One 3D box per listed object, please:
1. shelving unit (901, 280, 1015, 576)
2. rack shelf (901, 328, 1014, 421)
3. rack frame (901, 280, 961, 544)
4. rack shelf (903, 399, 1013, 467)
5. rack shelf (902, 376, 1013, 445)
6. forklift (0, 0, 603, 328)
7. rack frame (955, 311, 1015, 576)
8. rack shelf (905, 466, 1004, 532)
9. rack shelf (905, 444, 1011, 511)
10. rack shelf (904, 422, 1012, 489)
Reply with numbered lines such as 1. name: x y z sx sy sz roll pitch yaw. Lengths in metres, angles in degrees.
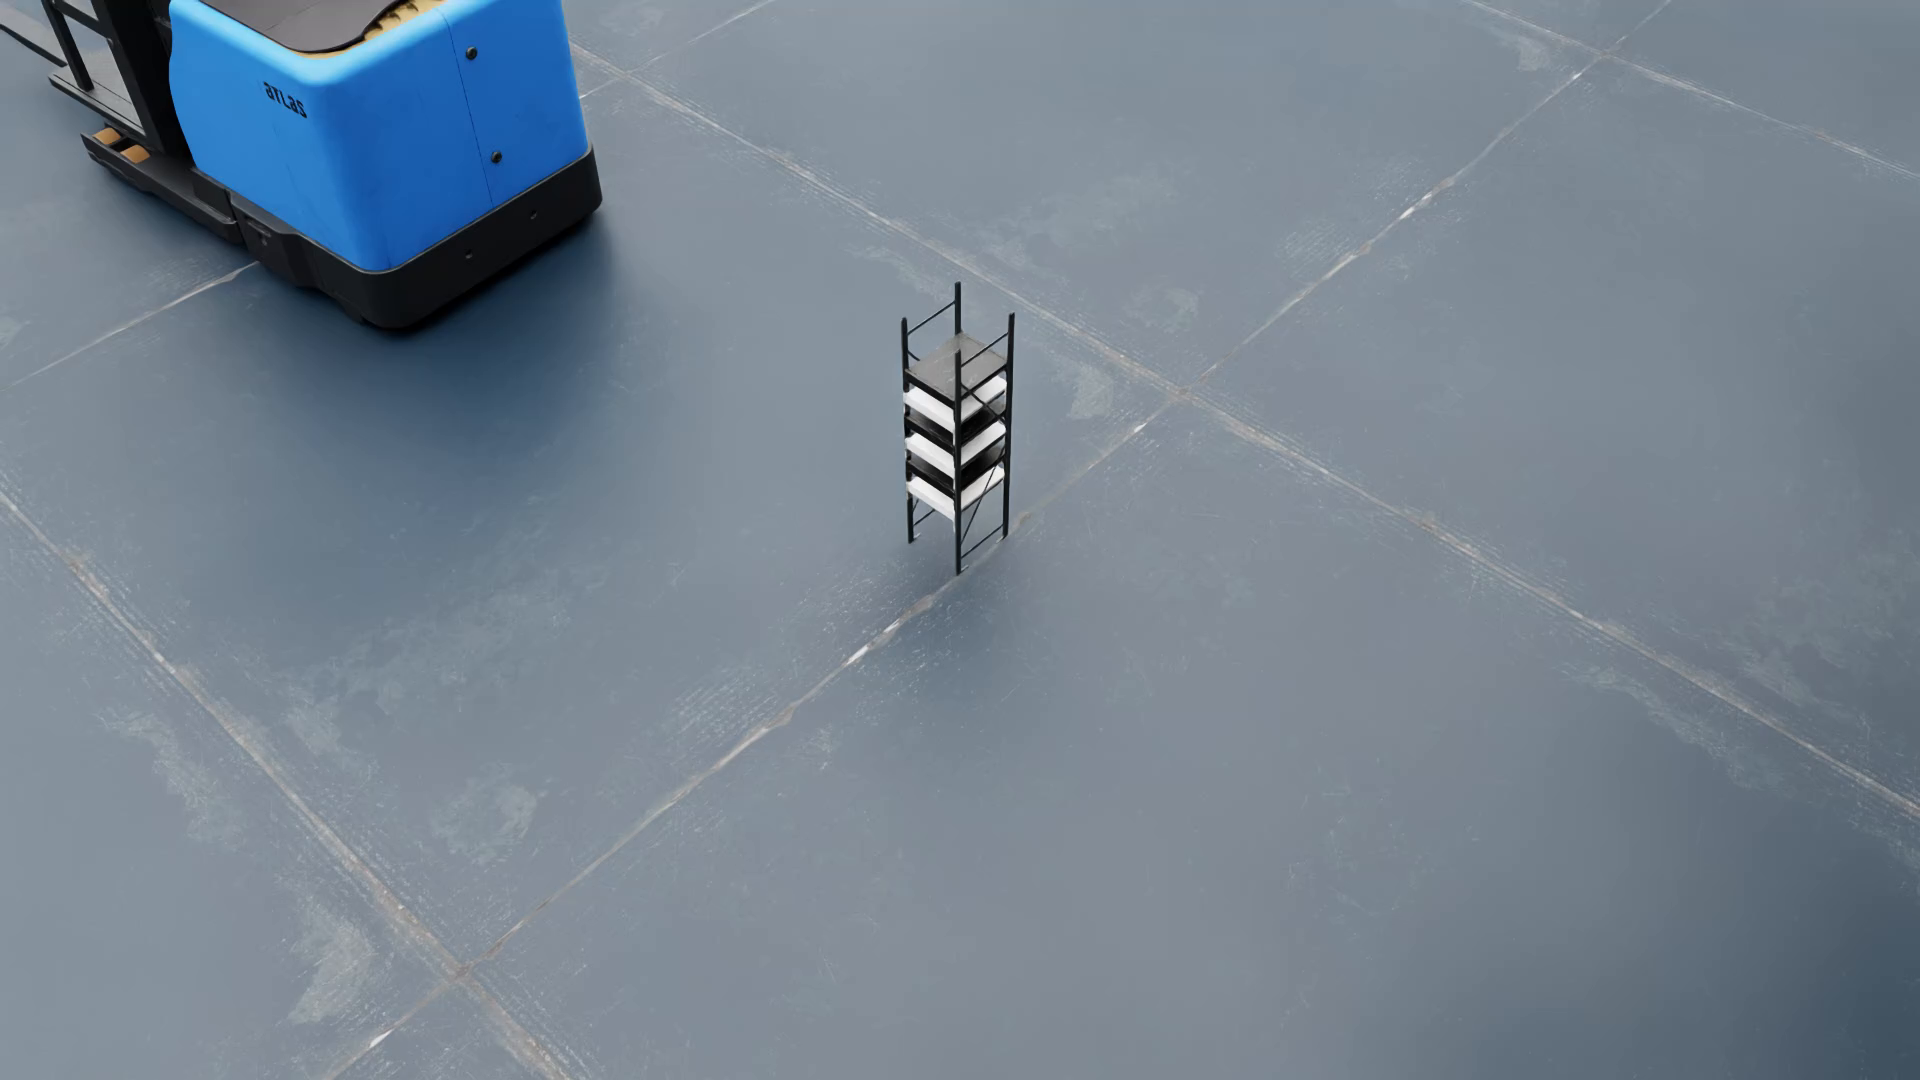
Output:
1. shelving unit: -0.006 -0.312 4.926 0.210 0.900 0.258 34 55 28
2. rack shelf: -0.006 -0.474 4.753 0.200 0.077 0.258 34 55 28
3. rack frame: -0.081 -0.362 4.973 0.006 0.900 0.240 34 55 28
4. rack shelf: -0.006 -0.351 4.884 0.200 0.077 0.258 34 55 28
5. rack shelf: -0.006 -0.412 4.819 0.200 0.077 0.258 34 55 28
6. forklift: -2.838 -2.654 5.732 3.031 2.935 1.130 30 54 25
7. rack frame: 0.069 -0.262 4.879 0.006 0.900 0.240 34 55 28
8. rack shelf: -0.006 -0.166 5.081 0.200 0.077 0.258 34 55 28
9. rack shelf: -0.006 -0.228 5.016 0.200 0.077 0.258 34 55 28
10. rack shelf: -0.006 -0.289 4.950 0.200 0.077 0.258 34 55 28
